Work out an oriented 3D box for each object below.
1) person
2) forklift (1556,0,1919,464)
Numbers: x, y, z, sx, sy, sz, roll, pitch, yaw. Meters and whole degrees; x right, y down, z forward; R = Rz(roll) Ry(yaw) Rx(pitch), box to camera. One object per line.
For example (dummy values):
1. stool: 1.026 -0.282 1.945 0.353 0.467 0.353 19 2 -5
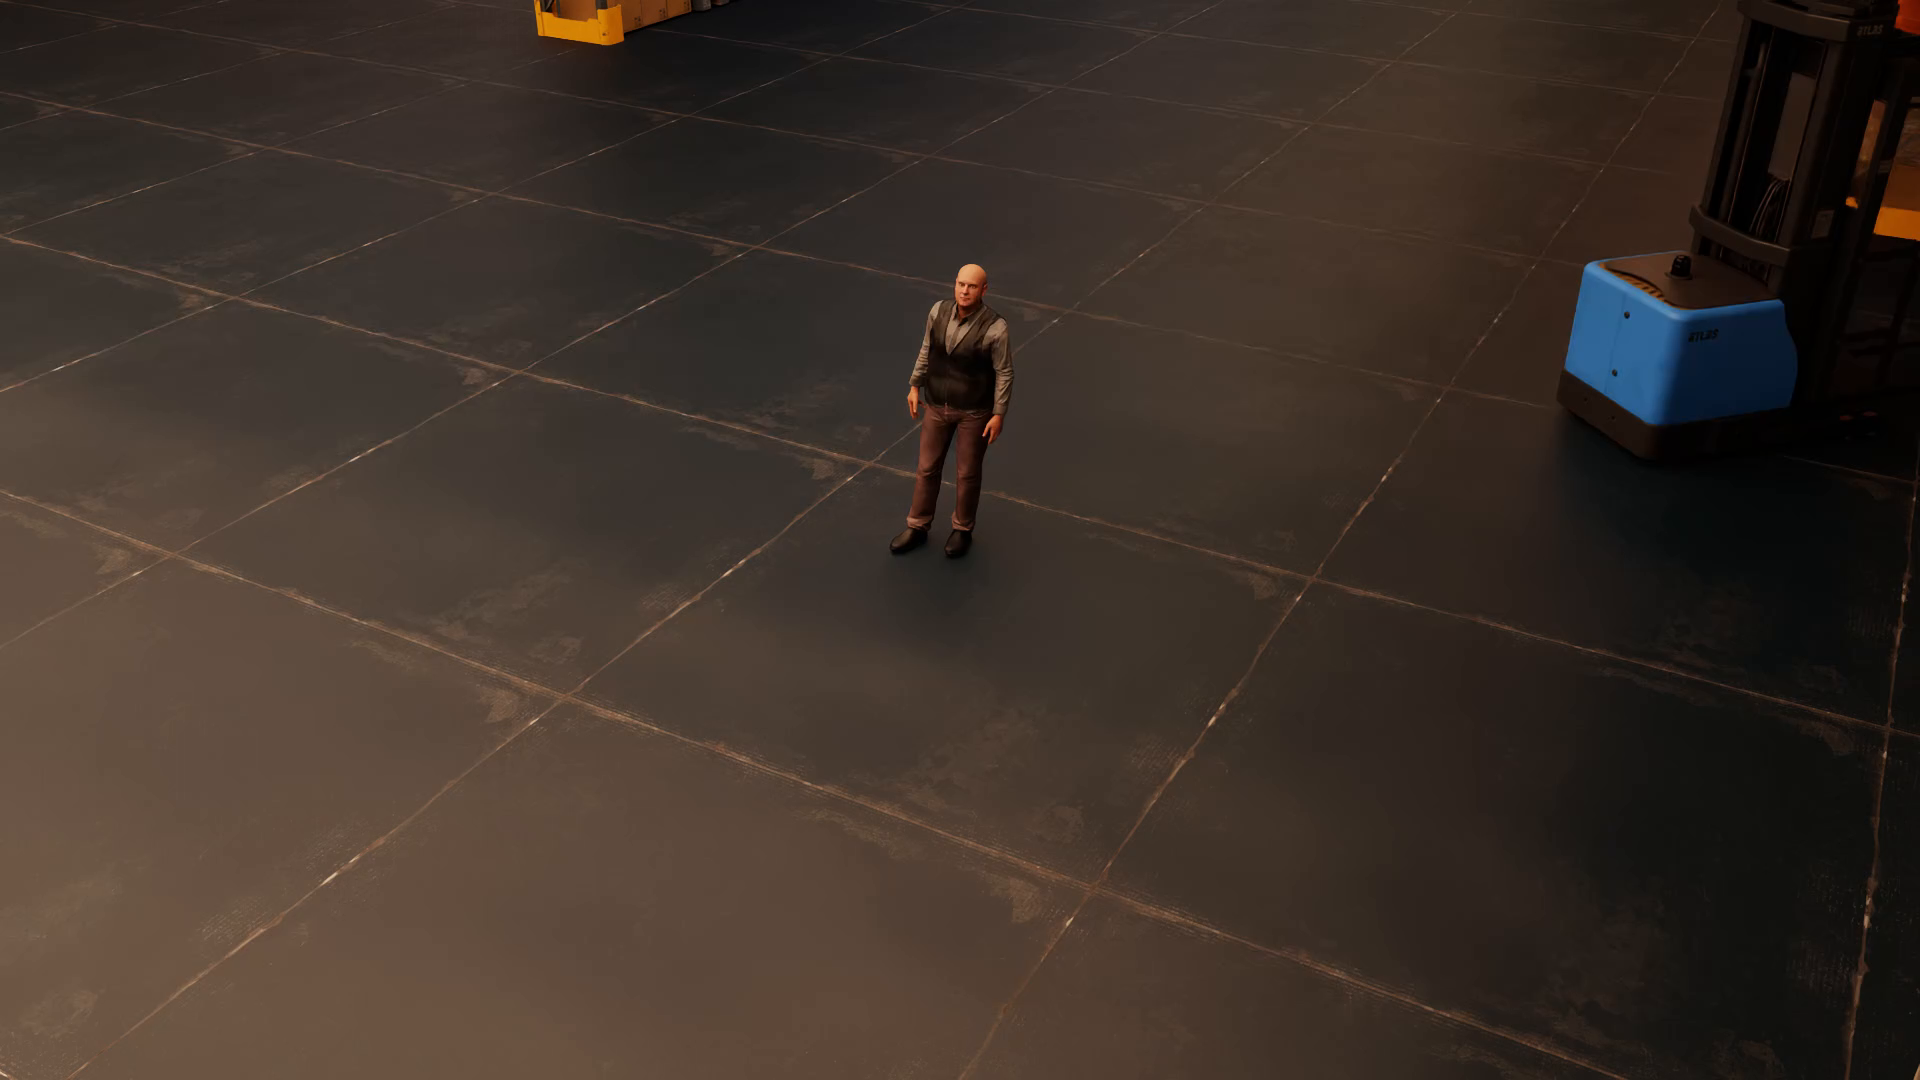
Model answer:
1. person: -0.041 -0.723 9.519 0.632 1.720 0.552 15 33 25
2. forklift: 5.713 -2.185 10.856 3.031 2.935 1.130 -9 31 -15
